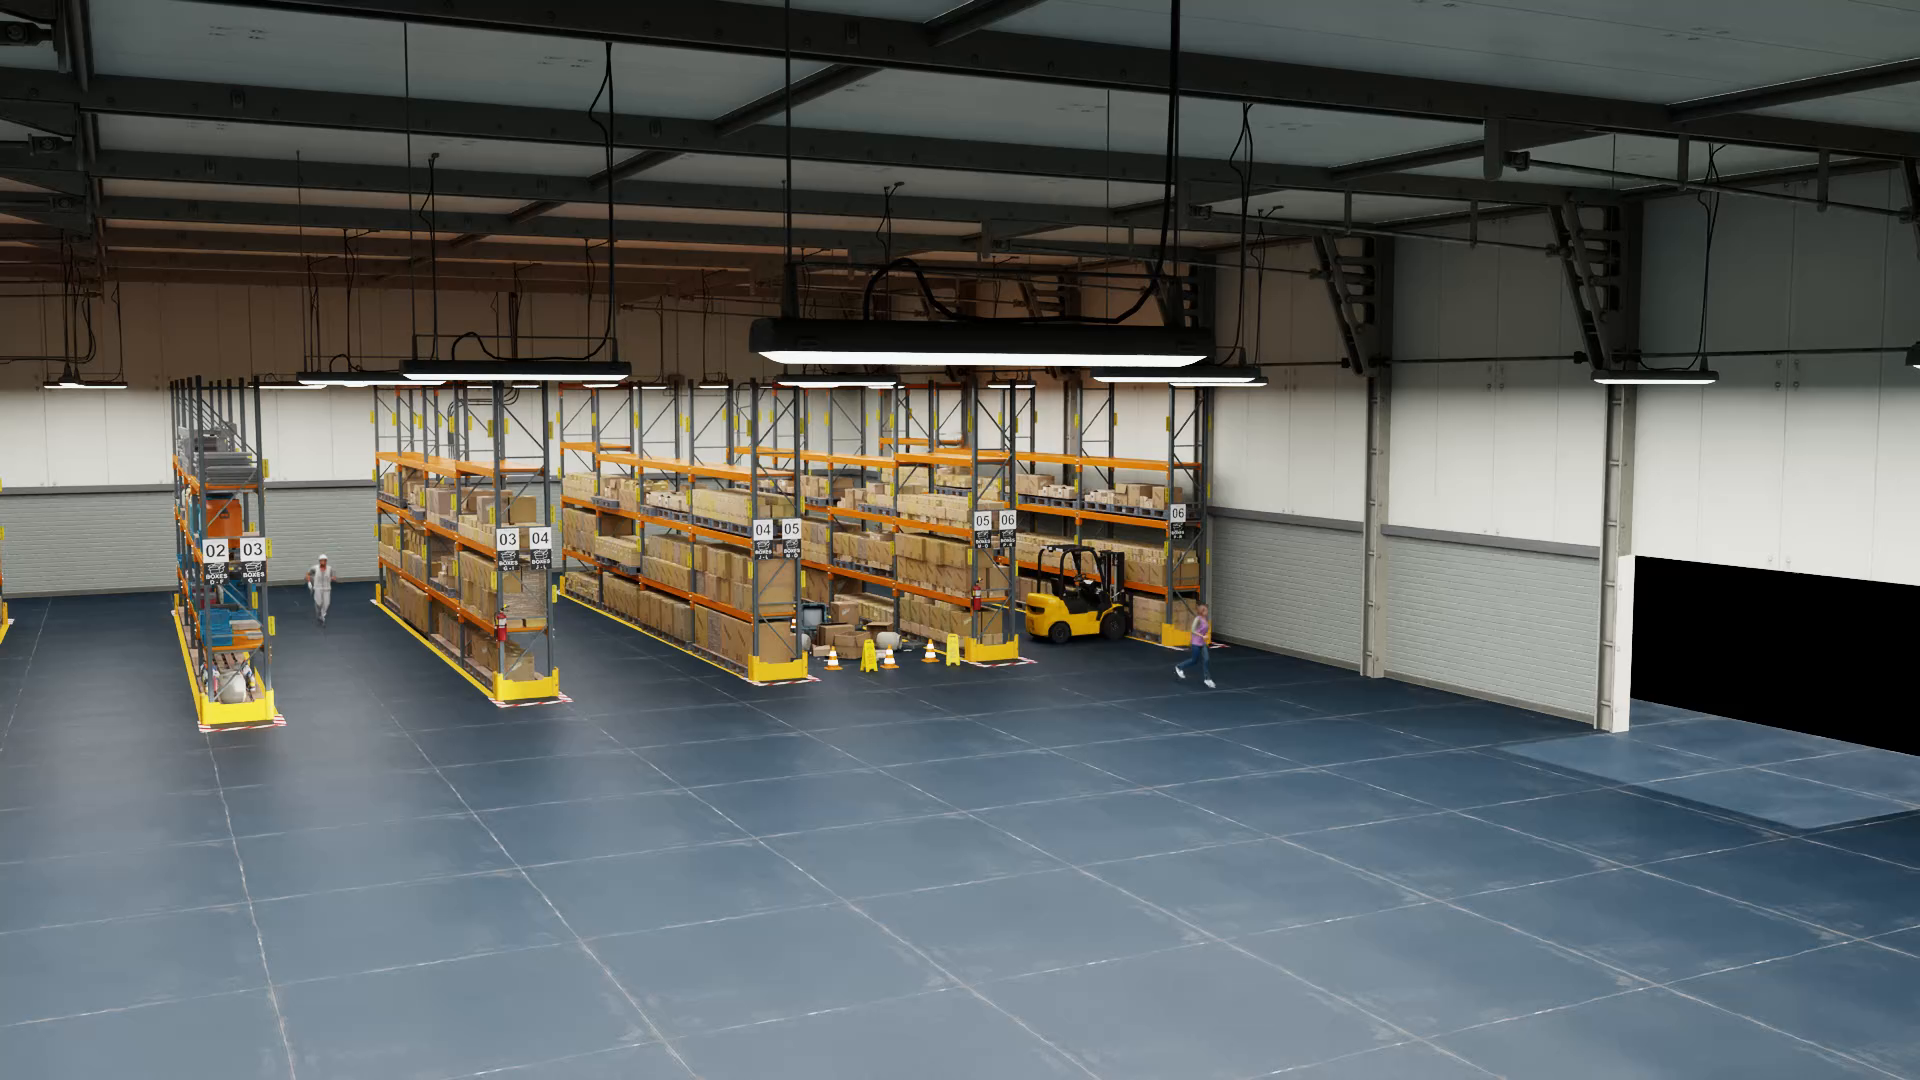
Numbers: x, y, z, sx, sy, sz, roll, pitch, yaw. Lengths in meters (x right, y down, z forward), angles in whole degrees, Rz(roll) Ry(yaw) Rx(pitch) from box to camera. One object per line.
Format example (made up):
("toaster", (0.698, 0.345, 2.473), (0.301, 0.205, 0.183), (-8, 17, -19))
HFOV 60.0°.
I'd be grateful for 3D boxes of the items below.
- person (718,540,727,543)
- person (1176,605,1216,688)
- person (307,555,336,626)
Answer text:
("person", (-7.287, 0.402, 50.944), (0.570, 1.561, 0.521), (-3, 6, -30))
("person", (4.631, 2.045, 32.482), (0.918, 1.592, 0.564), (4, 6, 37))
("person", (-15.536, 1.233, 40.525), (0.647, 1.750, 0.735), (-3, 6, -30))
